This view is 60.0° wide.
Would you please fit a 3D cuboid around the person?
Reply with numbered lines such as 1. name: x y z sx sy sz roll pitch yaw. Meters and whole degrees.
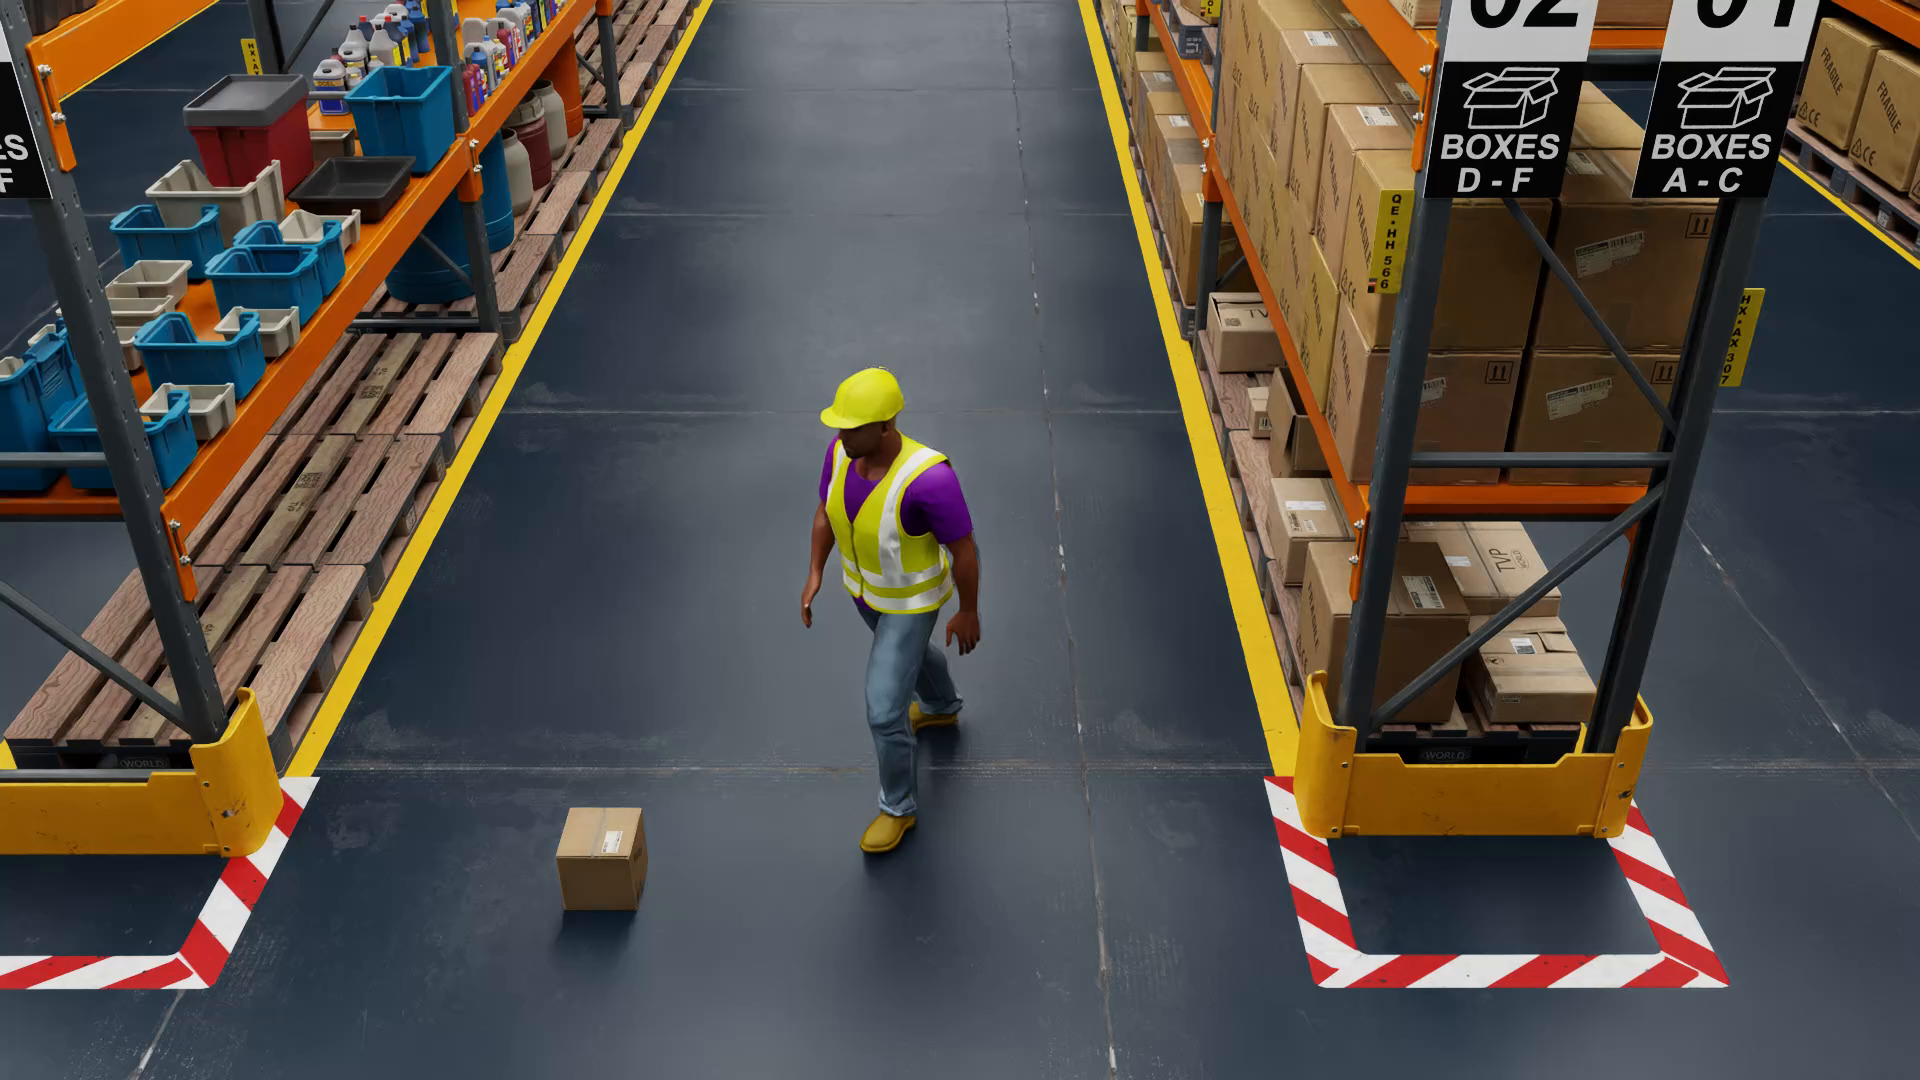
1. person: -1.671 -3.604 12.063 8.305 1.721 13.402 -25 39 -35
